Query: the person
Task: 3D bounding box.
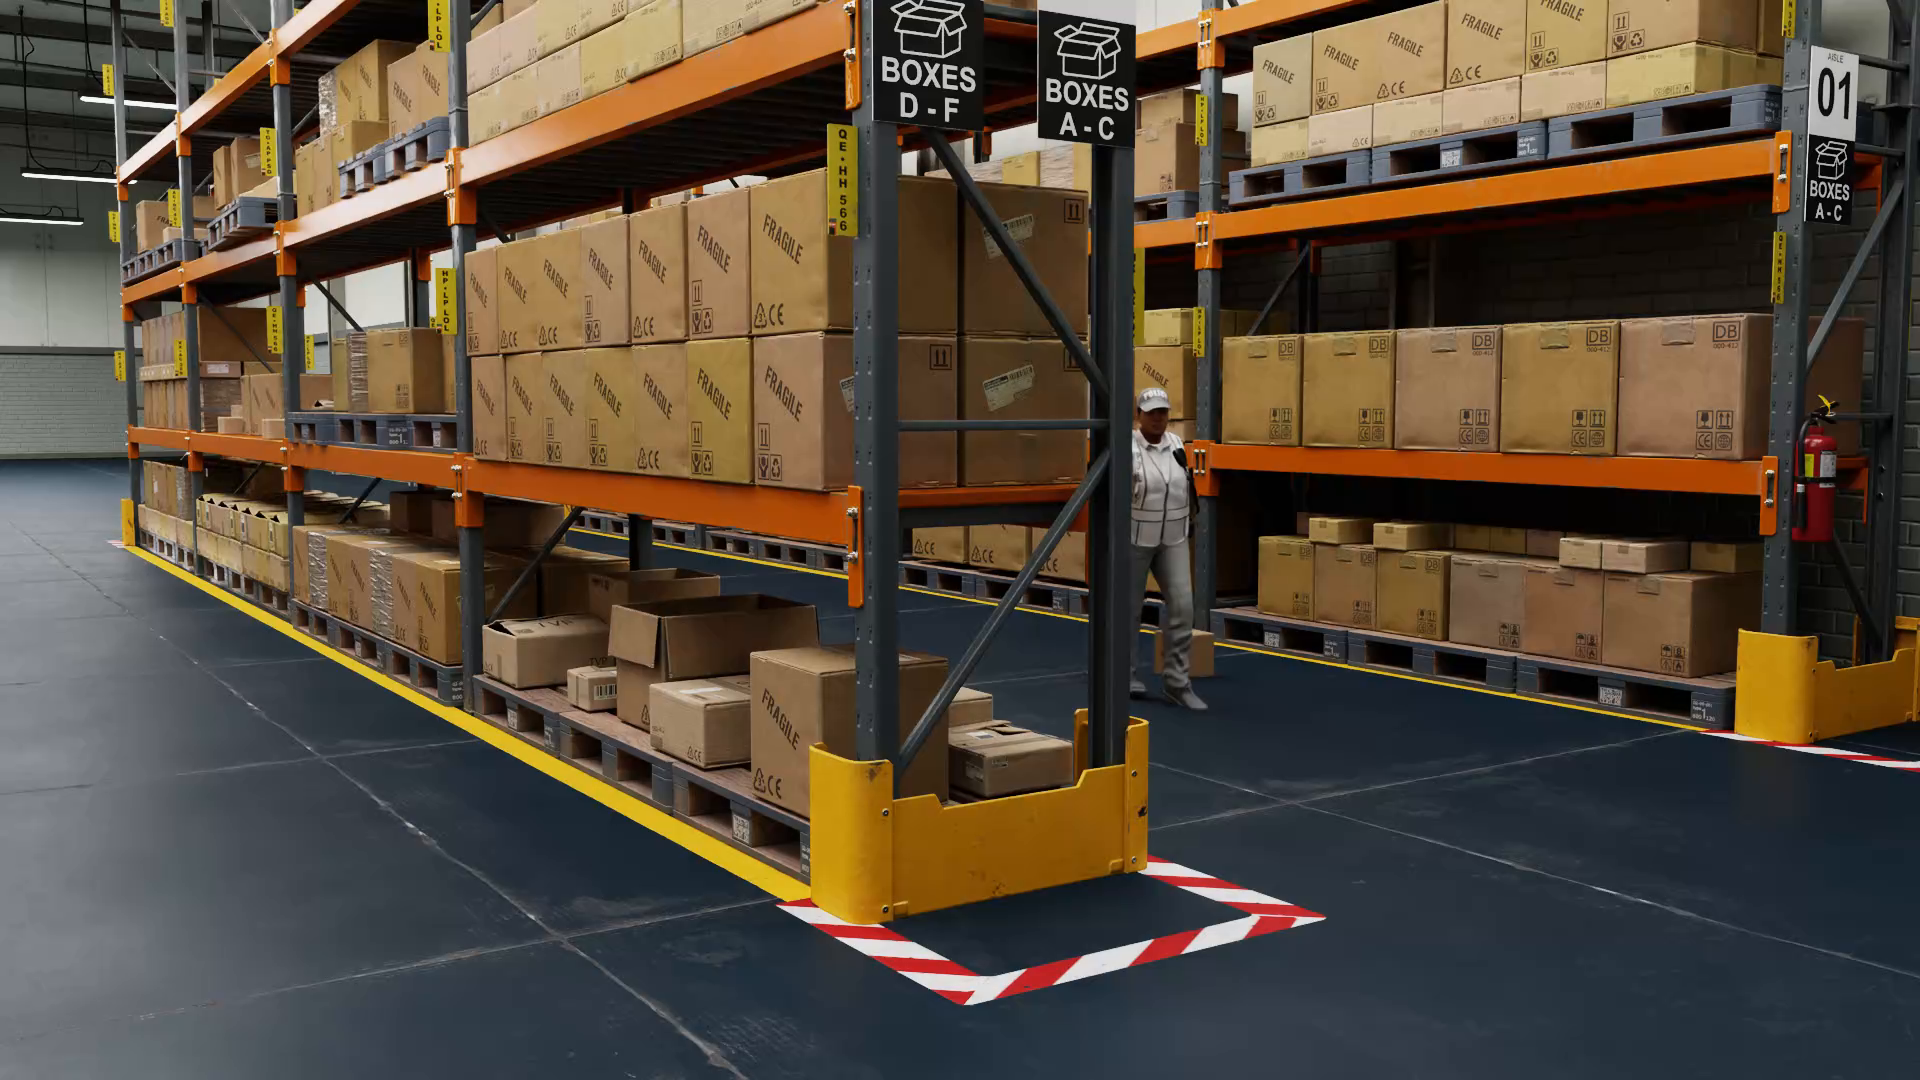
[{"bbox_3d":[0.983,0.047,8.746,0.507,1.695,0.652,-1,5,-15],"label":"person"}]
